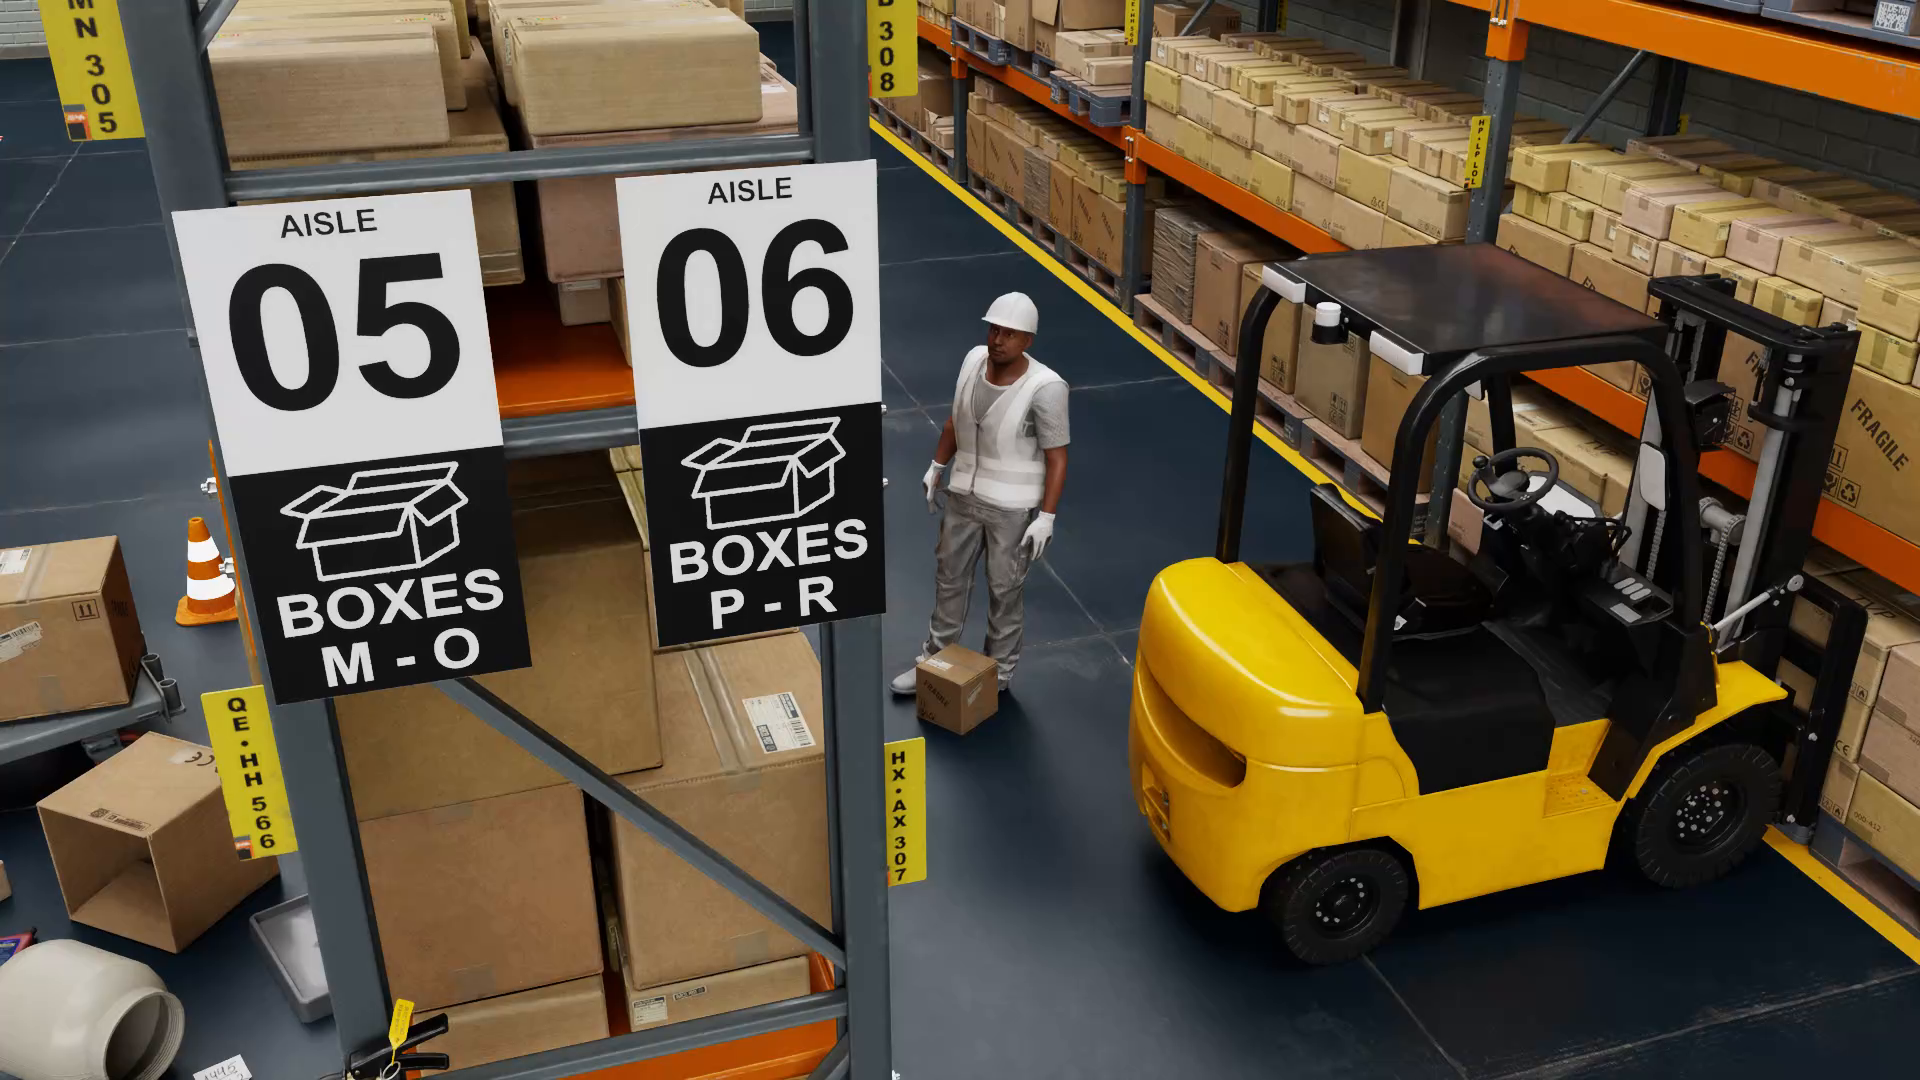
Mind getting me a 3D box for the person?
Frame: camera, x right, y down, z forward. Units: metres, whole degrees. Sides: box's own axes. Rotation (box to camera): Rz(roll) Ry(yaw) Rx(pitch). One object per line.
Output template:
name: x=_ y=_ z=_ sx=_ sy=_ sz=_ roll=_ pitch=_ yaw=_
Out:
person: x=0.092 y=-0.142 z=6.858 sx=0.657 sy=1.784 sz=0.576 roll=21 pitch=33 yaw=36
